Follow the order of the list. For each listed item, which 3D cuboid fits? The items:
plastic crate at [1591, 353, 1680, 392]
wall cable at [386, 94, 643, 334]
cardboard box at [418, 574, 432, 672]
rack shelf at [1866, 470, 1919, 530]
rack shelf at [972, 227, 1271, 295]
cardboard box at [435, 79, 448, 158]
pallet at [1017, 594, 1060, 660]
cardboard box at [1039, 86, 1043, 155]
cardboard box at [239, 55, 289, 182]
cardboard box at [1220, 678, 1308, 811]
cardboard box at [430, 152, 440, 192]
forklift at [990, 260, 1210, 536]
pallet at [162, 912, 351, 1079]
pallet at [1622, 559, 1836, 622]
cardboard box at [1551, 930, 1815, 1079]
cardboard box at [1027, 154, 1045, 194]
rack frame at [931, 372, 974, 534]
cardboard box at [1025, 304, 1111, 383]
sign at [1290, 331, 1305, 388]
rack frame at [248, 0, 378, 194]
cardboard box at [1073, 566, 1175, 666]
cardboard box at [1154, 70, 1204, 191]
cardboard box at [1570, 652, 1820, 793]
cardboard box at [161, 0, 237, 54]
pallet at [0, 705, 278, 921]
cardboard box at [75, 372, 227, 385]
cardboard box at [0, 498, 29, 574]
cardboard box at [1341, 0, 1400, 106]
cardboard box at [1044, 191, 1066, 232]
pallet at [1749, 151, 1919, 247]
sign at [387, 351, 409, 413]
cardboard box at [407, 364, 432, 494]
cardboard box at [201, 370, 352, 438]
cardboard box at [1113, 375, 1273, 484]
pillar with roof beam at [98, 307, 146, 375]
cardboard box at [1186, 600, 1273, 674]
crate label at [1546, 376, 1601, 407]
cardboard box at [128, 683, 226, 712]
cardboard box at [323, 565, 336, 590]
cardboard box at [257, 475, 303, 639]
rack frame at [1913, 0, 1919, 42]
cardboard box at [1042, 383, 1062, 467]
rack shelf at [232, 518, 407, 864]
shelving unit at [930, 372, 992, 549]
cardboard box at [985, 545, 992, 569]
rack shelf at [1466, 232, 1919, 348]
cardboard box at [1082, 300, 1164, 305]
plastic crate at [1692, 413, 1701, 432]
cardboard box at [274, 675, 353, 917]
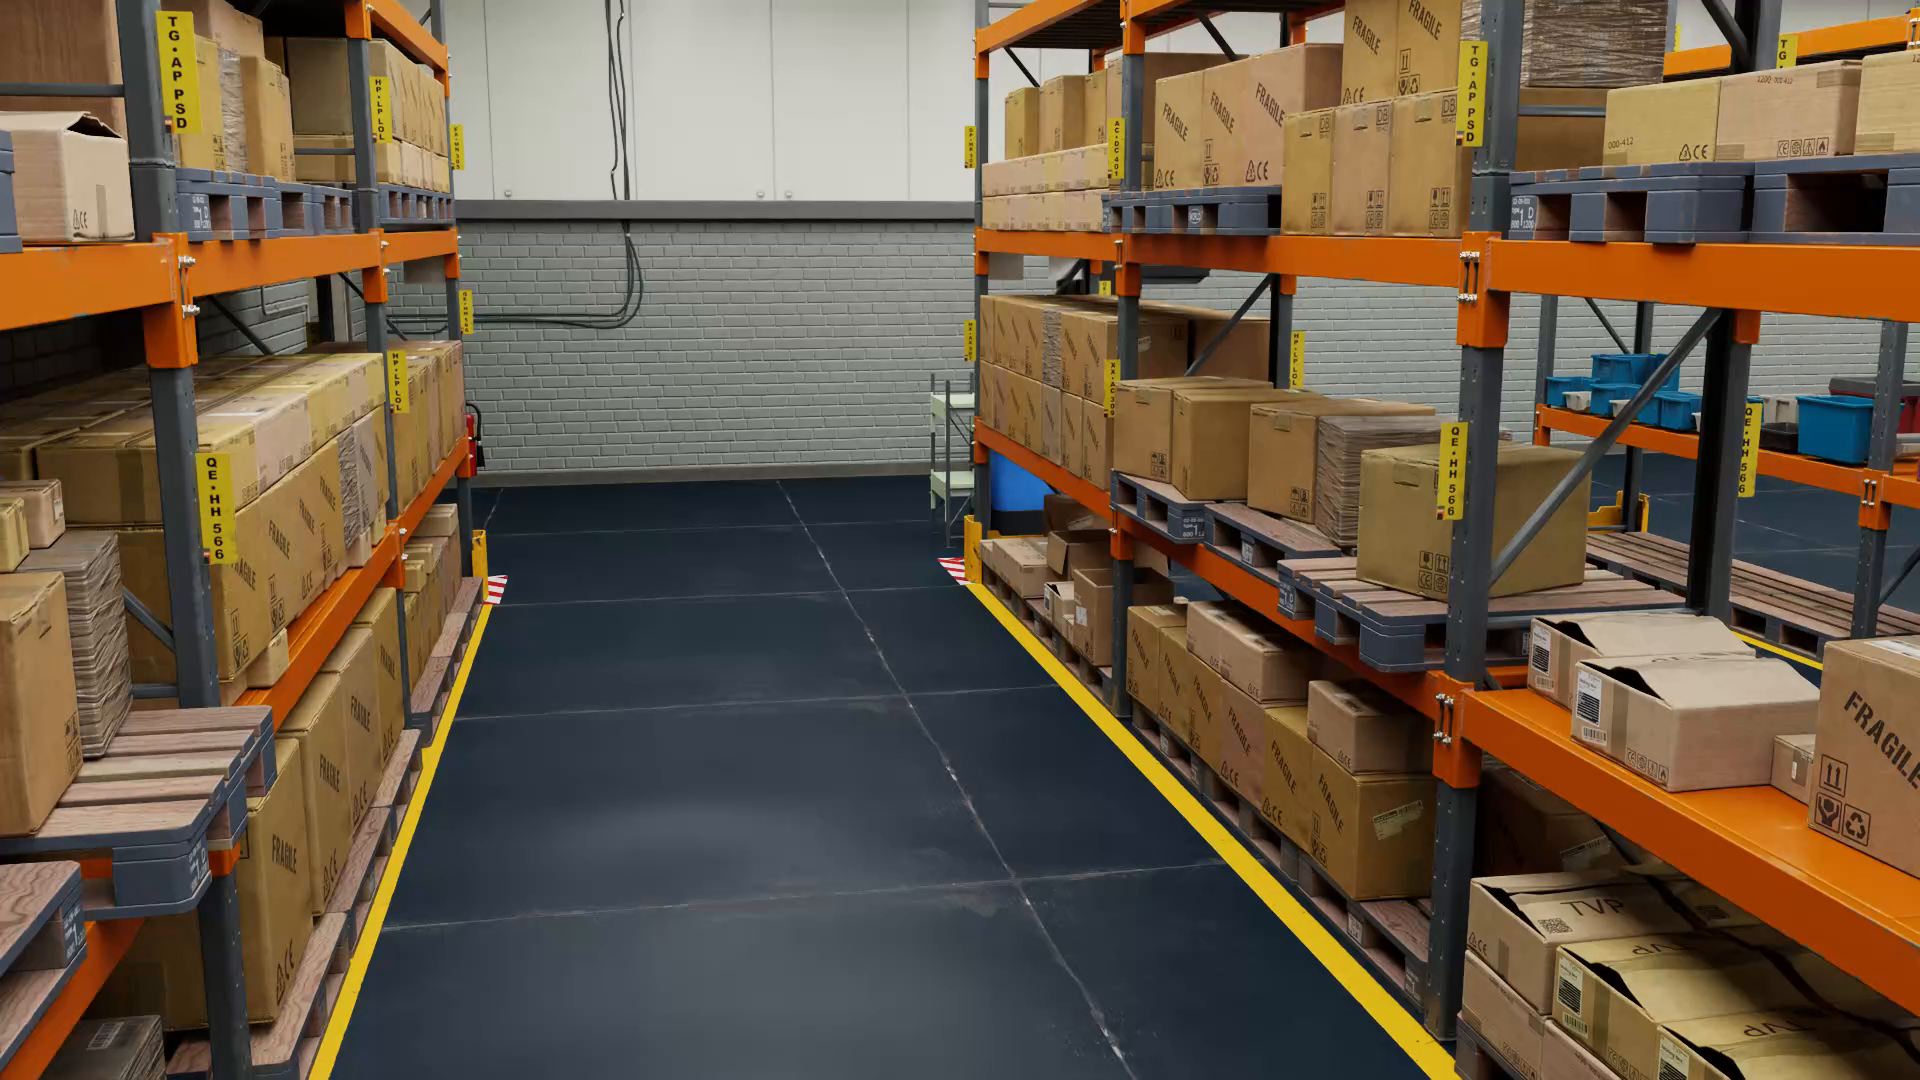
[{"bbox_3d":[5.725,-1.358,14.109,0.616,0.435,0.499,-2,11,-11],"label":"plastic crate"},{"bbox_3d":[-4.991,-3.478,17.760,3.097,2.526,0.112,-2,11,-11],"label":"wall cable"},{"bbox_3d":[-3.603,0.516,10.077,0.700,0.500,0.500,-2,11,-12],"label":"cardboard box"},{"bbox_3d":[6.644,0.088,8.691,1.077,0.370,4.000,-2,11,-11],"label":"rack shelf"},{"bbox_3d":[1.006,-1.940,11.322,1.077,0.370,4.000,-2,11,-11],"label":"rack shelf"},{"bbox_3d":[-3.831,-2.905,11.474,0.500,0.500,0.500,-2,11,-11],"label":"cardboard box"},{"bbox_3d":[1.022,0.567,11.709,1.003,0.211,1.213,-2,11,-11],"label":"pallet"},{"bbox_3d":[0.950,-2.924,11.628,0.700,0.500,0.500,-2,11,-11],"label":"cardboard box"},{"bbox_3d":[-3.228,-1.746,6.934,0.700,0.500,0.500,-2,11,-12],"label":"cardboard box"},{"bbox_3d":[1.552,0.938,7.806,0.500,0.500,0.500,-3,11,-13],"label":"cardboard box"},{"bbox_3d":[-3.736,-2.441,11.041,0.500,0.250,0.500,-3,11,-13],"label":"cardboard box"},{"bbox_3d":[1.687,-1.549,15.548,3.031,2.935,1.130,-3,11,-13],"label":"forklift"},{"bbox_3d":[-2.765,1.684,5.838,1.003,0.211,1.213,-2,11,-11],"label":"pallet"},{"bbox_3d":[5.833,0.380,12.691,1.003,0.211,1.213,-2,11,-11],"label":"pallet"},{"bbox_3d":[2.097,1.352,4.854,0.500,0.311,0.500,-2,11,-12],"label":"cardboard box"},{"bbox_3d":[0.749,-2.453,11.158,0.500,0.250,0.500,-2,11,-11],"label":"cardboard box"},{"bbox_3d":[-0.070,-0.803,15.456,0.400,1.500,0.023,-2,11,-11],"label":"rack frame"},{"bbox_3d":[0.746,-1.355,11.407,0.500,0.500,0.500,-2,11,-12],"label":"cardboard box"},{"bbox_3d":[1.939,-1.043,9.609,0.100,0.325,0.005,-2,11,-11],"label":"sign"},{"bbox_3d":[-3.463,-3.219,8.097,1.000,3.000,0.127,-2,11,-11],"label":"rack frame"},{"bbox_3d":[1.006,0.465,10.295,0.500,0.500,0.500,-2,11,-11],"label":"cardboard box"},{"bbox_3d":[1.421,-2.136,8.770,0.600,0.600,0.600,-3,11,-16],"label":"cardboard box"},{"bbox_3d":[2.157,0.495,4.863,0.500,0.311,0.500,-2,11,-12],"label":"cardboard box"},{"bbox_3d":[-3.299,-2.113,6.855,0.500,0.250,0.500,-2,11,-13],"label":"cardboard box"},{"bbox_3d":[-2.442,0.682,4.155,1.213,0.211,1.003,-2,11,-11],"label":"pallet"},{"bbox_3d":[-3.419,-0.564,7.071,0.500,0.250,0.500,-3,11,-13],"label":"cardboard box"},{"bbox_3d":[-2.512,-0.002,4.058,0.380,0.149,0.250,-4,12,-21],"label":"cardboard box"},{"bbox_3d":[1.896,-2.001,6.775,0.500,0.500,0.500,-2,11,-11],"label":"cardboard box"},{"bbox_3d":[0.847,-2.116,10.723,0.500,0.250,0.500,-2,11,-11],"label":"cardboard box"},{"bbox_3d":[2.613,-0.774,3.777,1.003,0.211,1.213,-2,11,-8],"label":"pallet"},{"bbox_3d":[-2.933,-0.824,8.670,0.100,0.325,0.005,-2,11,-11],"label":"sign"},{"bbox_3d":[-3.689,-0.654,9.860,0.980,0.700,0.700,-2,11,-12],"label":"cardboard box"},{"bbox_3d":[-2.932,-0.582,7.162,0.500,0.250,0.500,-2,11,-10],"label":"cardboard box"},{"bbox_3d":[1.268,-0.613,9.060,0.700,0.500,0.500,-6,12,-30],"label":"cardboard box"},{"bbox_3d":[-0.225,-3.473,9.429,9.100,9.000,0.400,-2,11,-11],"label":"pillar with roof beam"},{"bbox_3d":[1.445,0.471,8.254,0.500,0.250,0.500,-2,11,-11],"label":"cardboard box"},{"bbox_3d":[5.202,-1.256,14.114,0.416,0.233,0.303,-2,11,-11],"label":"crate label"},{"bbox_3d":[-2.522,0.506,5.187,0.380,0.149,0.250,-2,11,-12],"label":"cardboard box"},{"bbox_3d":[-2.916,0.128,7.175,0.380,0.149,0.250,-2,11,-13],"label":"cardboard box"},{"bbox_3d":[-2.621,0.062,5.788,0.500,0.500,0.500,-2,11,-9],"label":"cardboard box"},{"bbox_3d":[6.255,-3.580,9.990,1.000,3.000,0.127,-2,11,-11],"label":"rack frame"},{"bbox_3d":[0.842,-0.773,11.022,0.500,0.500,0.500,-2,11,-10],"label":"cardboard box"},{"bbox_3d":[-3.074,0.448,6.798,1.077,0.370,4.000,-2,11,-11],"label":"rack shelf"},{"bbox_3d":[0.001,-0.736,15.103,0.431,1.500,0.755,-2,11,-11],"label":"shelving unit"},{"bbox_3d":[0.410,0.124,12.976,0.380,0.166,0.250,-2,11,-11],"label":"cardboard box"},{"bbox_3d":[2.562,-0.473,3.613,1.077,0.370,4.000,-2,11,-11],"label":"rack shelf"},{"bbox_3d":[1.178,-1.468,11.998,0.500,0.500,0.500,-2,11,-9],"label":"cardboard box"},{"bbox_3d":[5.621,-0.841,12.190,0.293,0.136,0.466,-2,11,-11],"label":"plastic crate"},{"bbox_3d":[-2.864,1.011,6.544,0.750,0.750,0.750,-2,11,-11],"label":"cardboard box"}]
